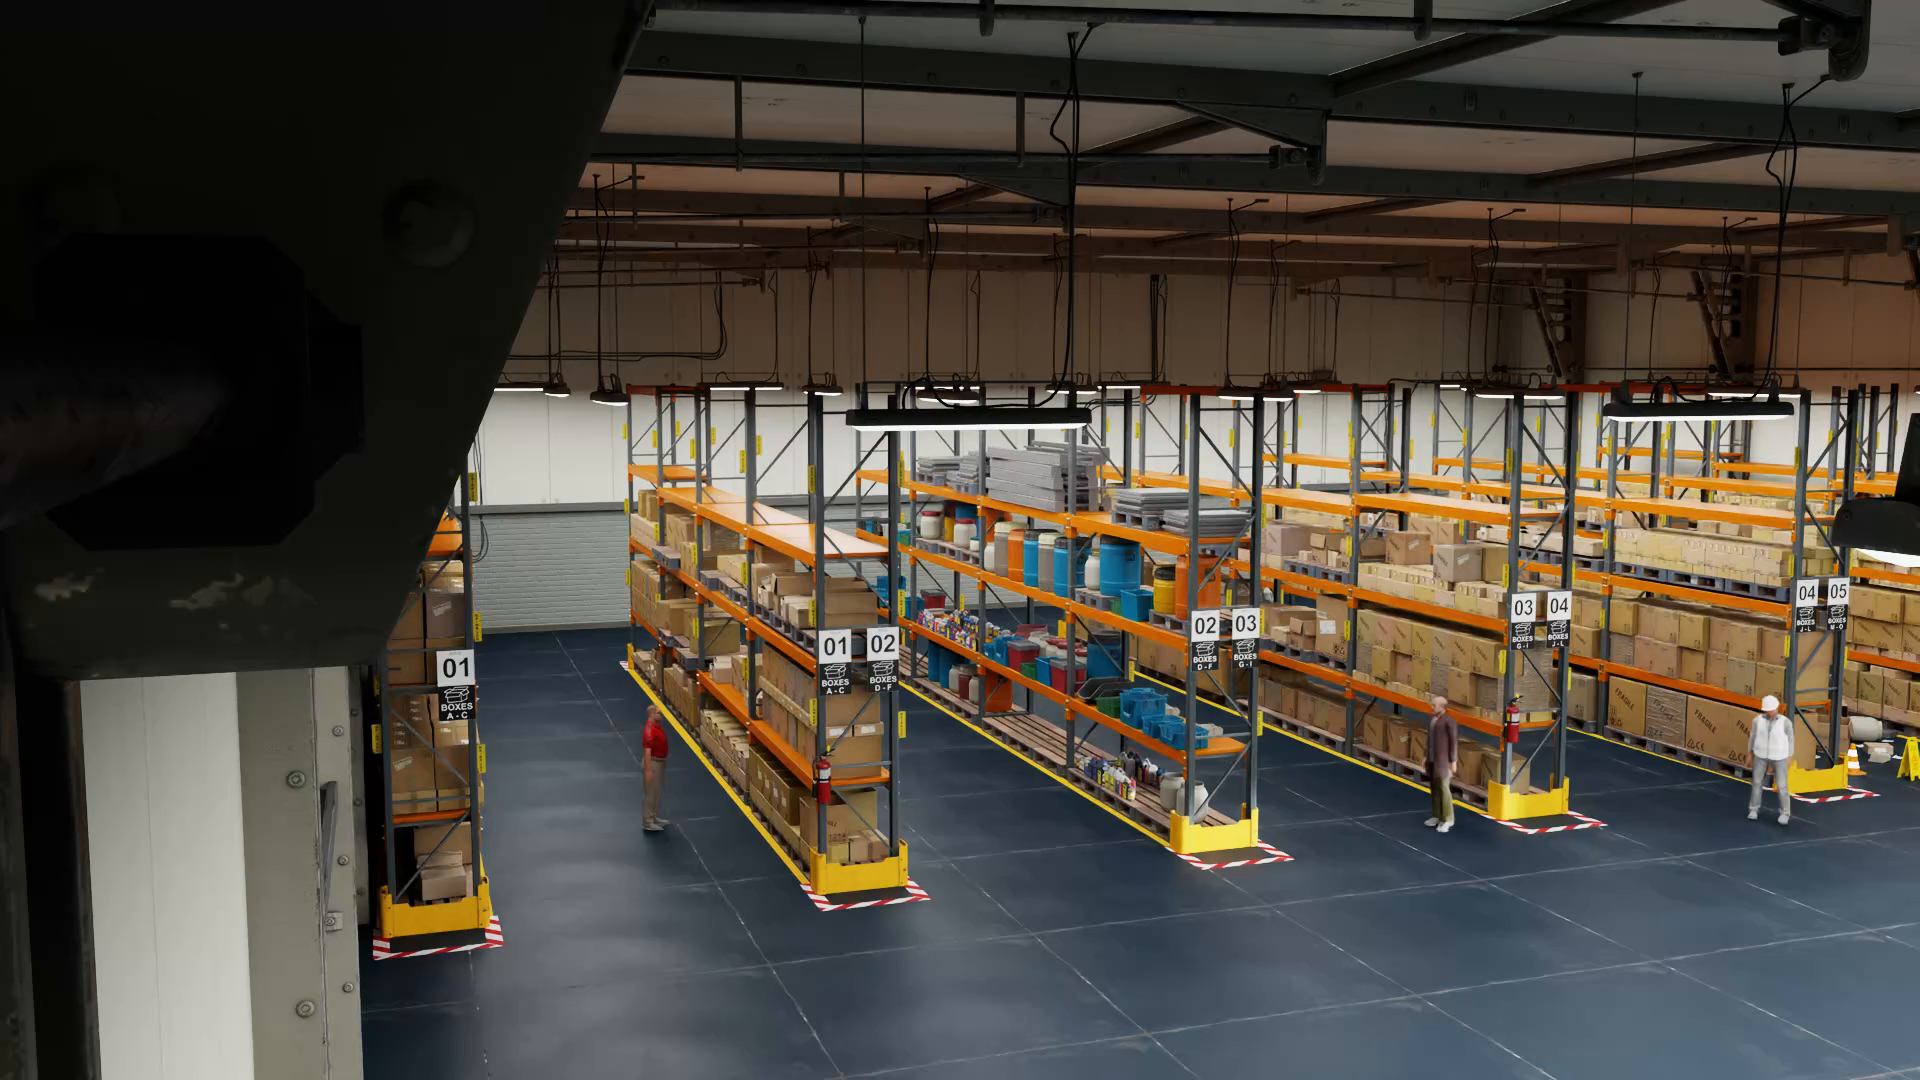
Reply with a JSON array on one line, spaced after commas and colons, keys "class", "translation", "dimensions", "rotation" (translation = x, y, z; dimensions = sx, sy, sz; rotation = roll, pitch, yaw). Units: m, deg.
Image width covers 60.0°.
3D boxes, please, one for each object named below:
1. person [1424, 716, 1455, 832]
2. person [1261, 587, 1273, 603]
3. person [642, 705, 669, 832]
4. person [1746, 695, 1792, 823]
[{"class": "person", "translation": [6.611, 3.209, 23.012], "dimensions": [0.395, 1.569, 0.643], "rotation": [-2, 6, -17]}, {"class": "person", "translation": [7.754, 1.191, 42.331], "dimensions": [0.615, 1.522, 0.858], "rotation": [5, 7, 38]}, {"class": "person", "translation": [-4.188, 3.116, 22.865], "dimensions": [0.361, 1.735, 0.651], "rotation": [0, 6, 0]}, {"class": "person", "translation": [11.323, 3.045, 23.283], "dimensions": [0.579, 1.769, 0.428], "rotation": [4, 7, 37]}]
